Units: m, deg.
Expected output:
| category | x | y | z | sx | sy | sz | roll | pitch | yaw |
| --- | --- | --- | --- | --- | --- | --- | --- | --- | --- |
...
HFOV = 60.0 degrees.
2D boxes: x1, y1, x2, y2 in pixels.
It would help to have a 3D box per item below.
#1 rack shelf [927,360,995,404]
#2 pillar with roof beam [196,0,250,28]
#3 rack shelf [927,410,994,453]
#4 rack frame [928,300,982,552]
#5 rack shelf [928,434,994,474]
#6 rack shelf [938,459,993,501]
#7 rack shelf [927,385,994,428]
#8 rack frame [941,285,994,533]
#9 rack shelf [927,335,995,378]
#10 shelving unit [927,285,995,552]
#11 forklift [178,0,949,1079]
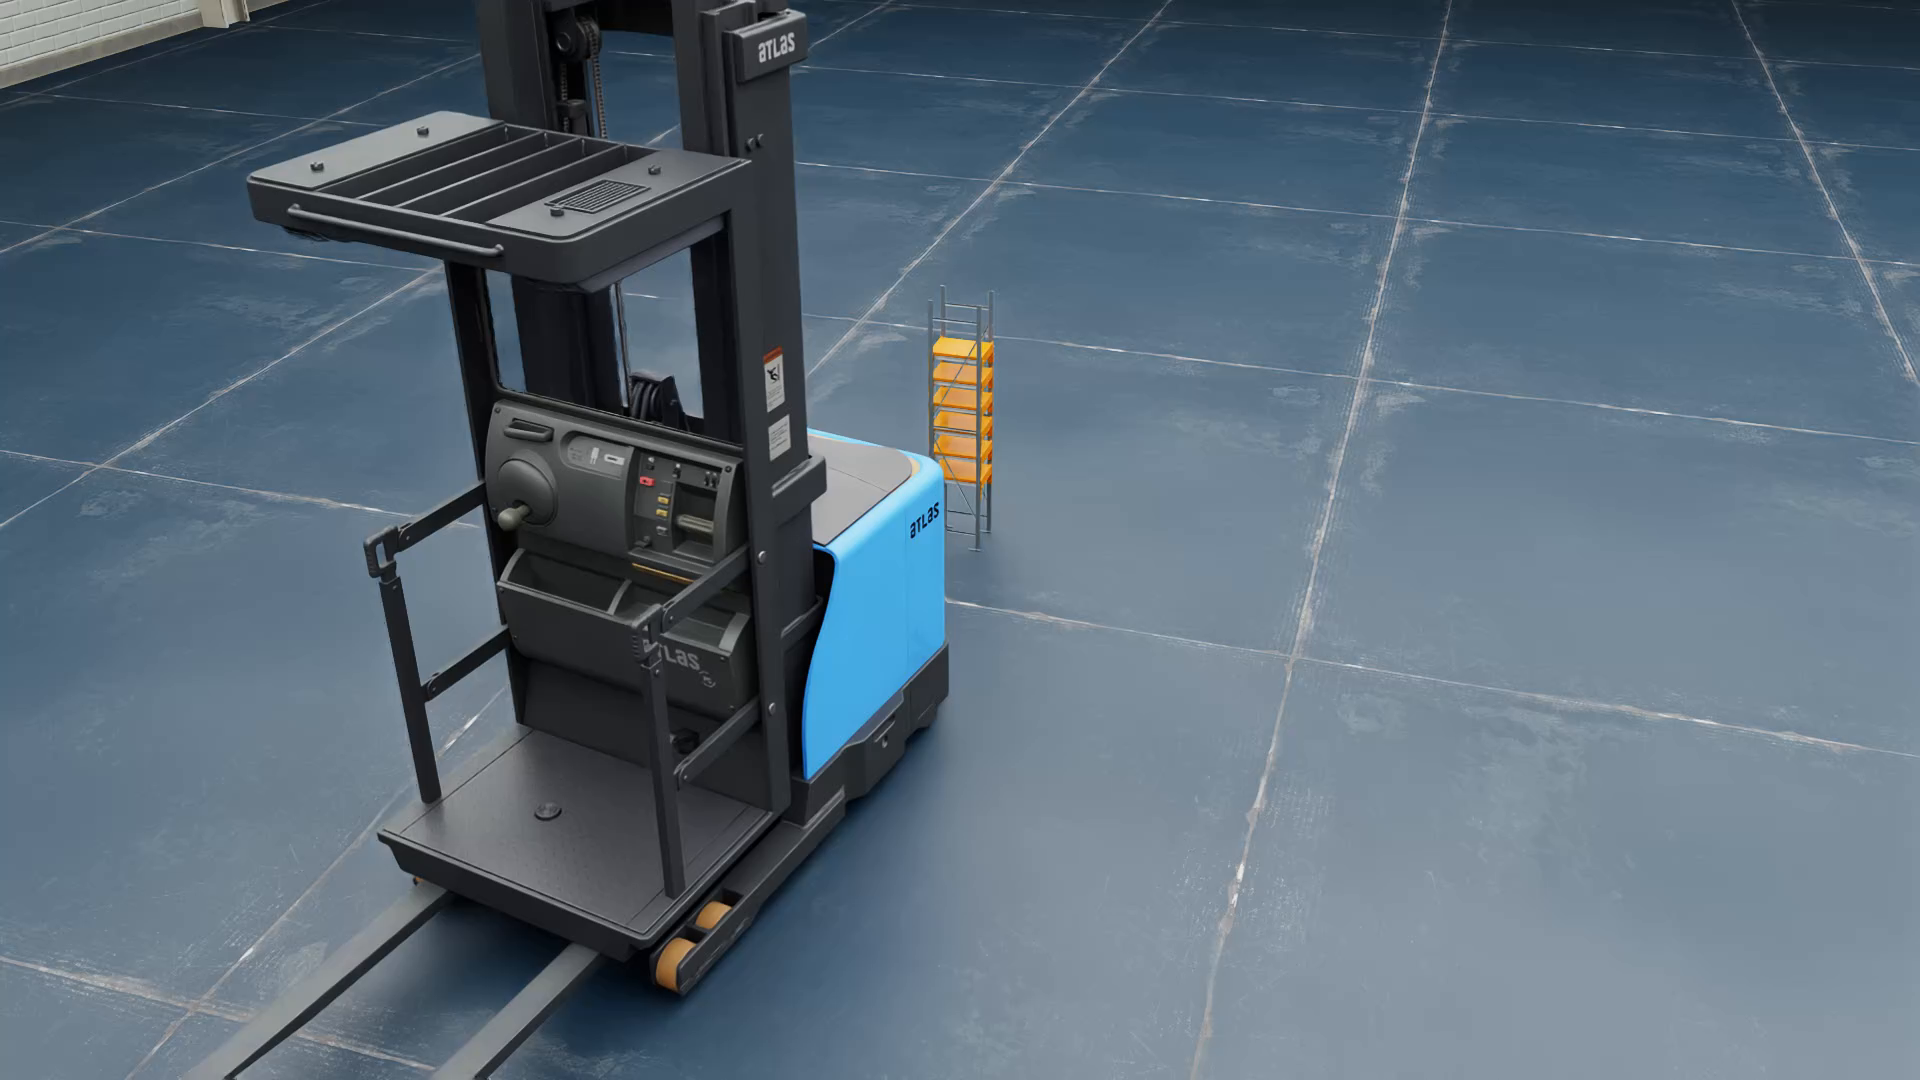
| category | x | y | z | sx | sy | sz | roll | pitch | yaw |
| --- | --- | --- | --- | --- | --- | --- | --- | --- | --- |
| rack shelf | 0.004 | -0.702 | 7.375 | 0.258 | 0.103 | 0.180 | 8 | 30 | 15 |
| pillar with roof beam | -3.636 | -8.775 | 14.267 | 9.100 | 9.000 | 0.400 | 8 | 30 | 15 |
| rack shelf | 0.004 | -0.492 | 7.492 | 0.258 | 0.103 | 0.180 | 8 | 30 | 15 |
| rack frame | -0.023 | -0.489 | 7.394 | 0.240 | 1.200 | 0.006 | 8 | 30 | 15 |
| rack shelf | 0.004 | -0.387 | 7.550 | 0.258 | 0.103 | 0.180 | 8 | 30 | 15 |
| rack shelf | 0.004 | -0.282 | 7.609 | 0.258 | 0.103 | 0.180 | 8 | 30 | 15 |
| rack shelf | 0.004 | -0.597 | 7.434 | 0.258 | 0.103 | 0.180 | 8 | 30 | 15 |
| rack frame | 0.031 | -0.574 | 7.547 | 0.240 | 1.200 | 0.006 | 8 | 30 | 15 |
| rack shelf | 0.004 | -0.807 | 7.317 | 0.258 | 0.103 | 0.180 | 8 | 30 | 15 |
| shelving unit | 0.004 | -0.531 | 7.470 | 0.258 | 1.200 | 0.189 | 8 | 30 | 15 |
| forklift | -1.180 | -0.115 | 4.942 | 1.130 | 2.935 | 3.031 | 14 | 32 | 24 |
